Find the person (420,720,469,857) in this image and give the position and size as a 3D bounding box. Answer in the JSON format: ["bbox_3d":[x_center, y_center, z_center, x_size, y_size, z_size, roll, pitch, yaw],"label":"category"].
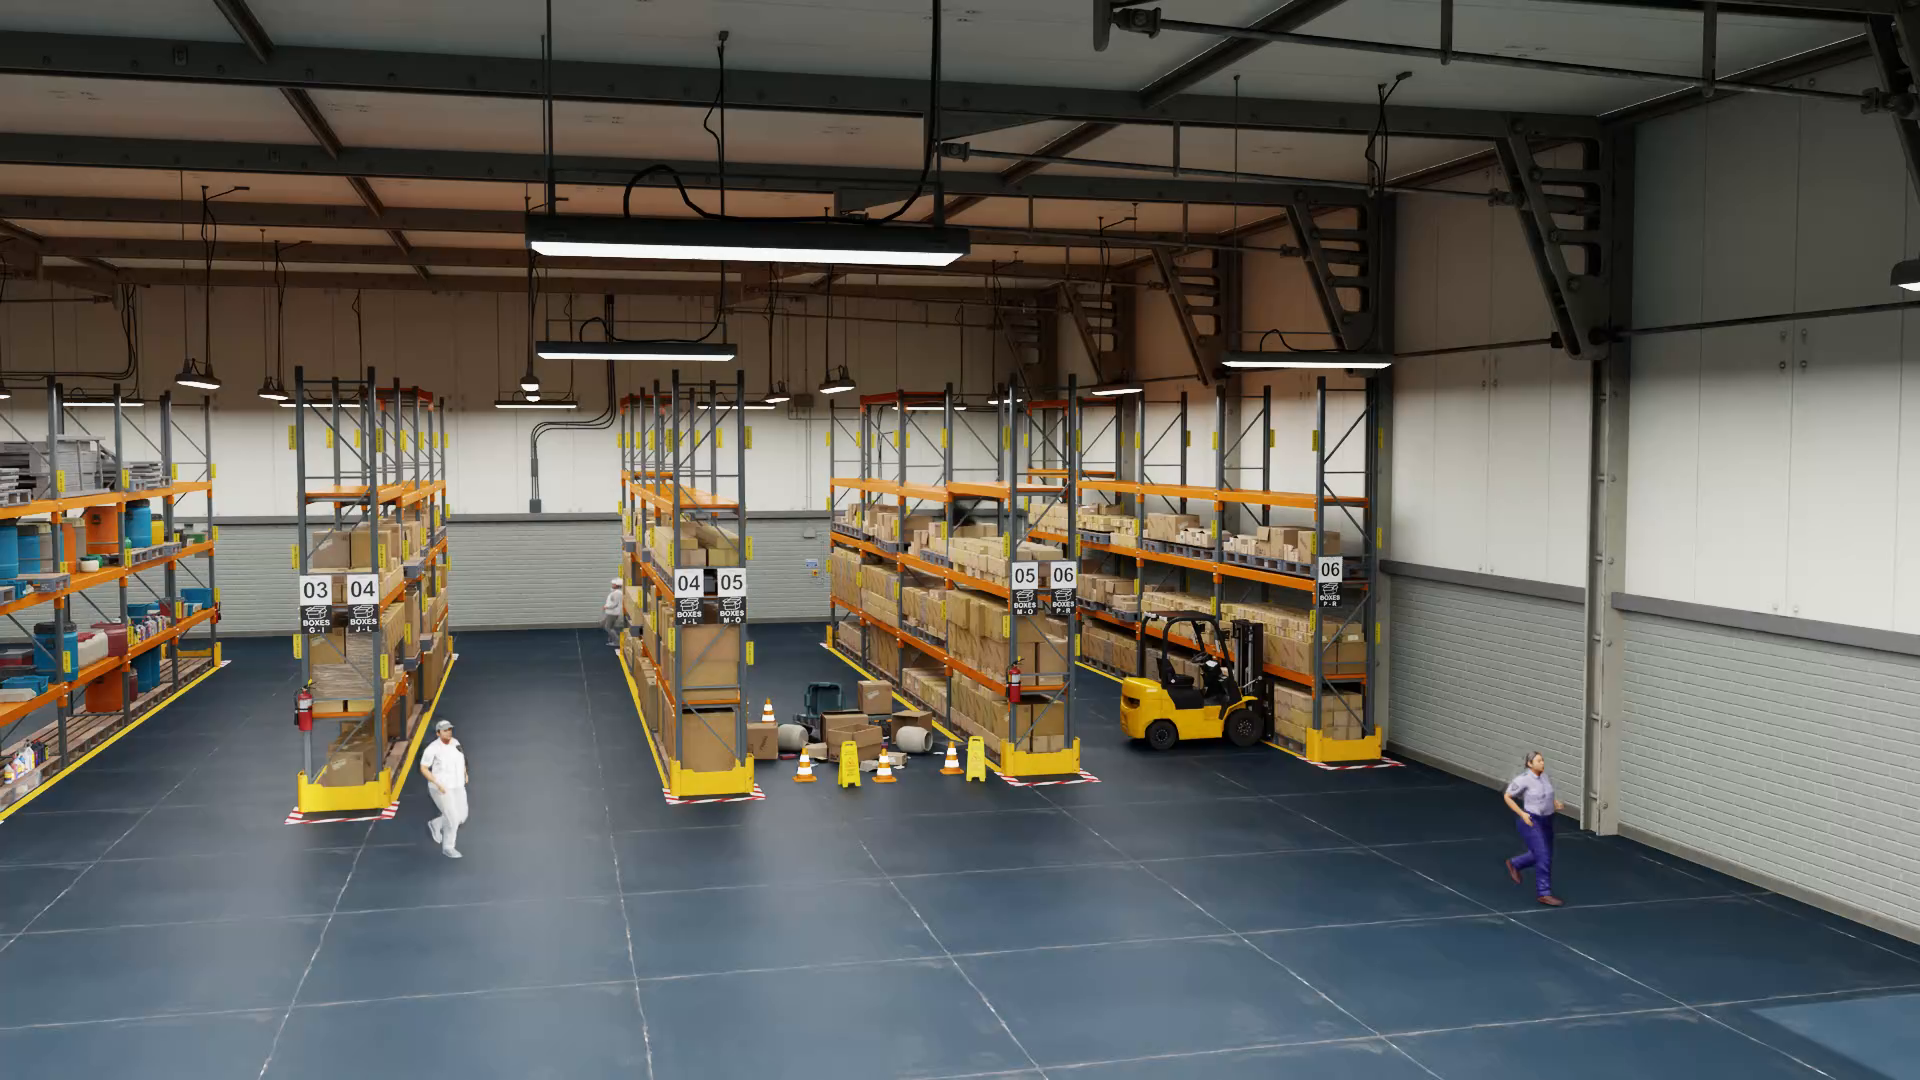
[{"bbox_3d":[-6.237,2.996,20.144,0.544,1.647,0.602,2,4,32],"label":"person"}]

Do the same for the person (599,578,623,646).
[{"bbox_3d":[-8.465,1.747,40.302,0.576,1.702,0.769,0,3,-7],"label":"person"}]

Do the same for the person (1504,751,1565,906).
[{"bbox_3d":[6.259,3.108,18.154,0.621,1.615,0.843,-2,4,-34],"label":"person"}]
